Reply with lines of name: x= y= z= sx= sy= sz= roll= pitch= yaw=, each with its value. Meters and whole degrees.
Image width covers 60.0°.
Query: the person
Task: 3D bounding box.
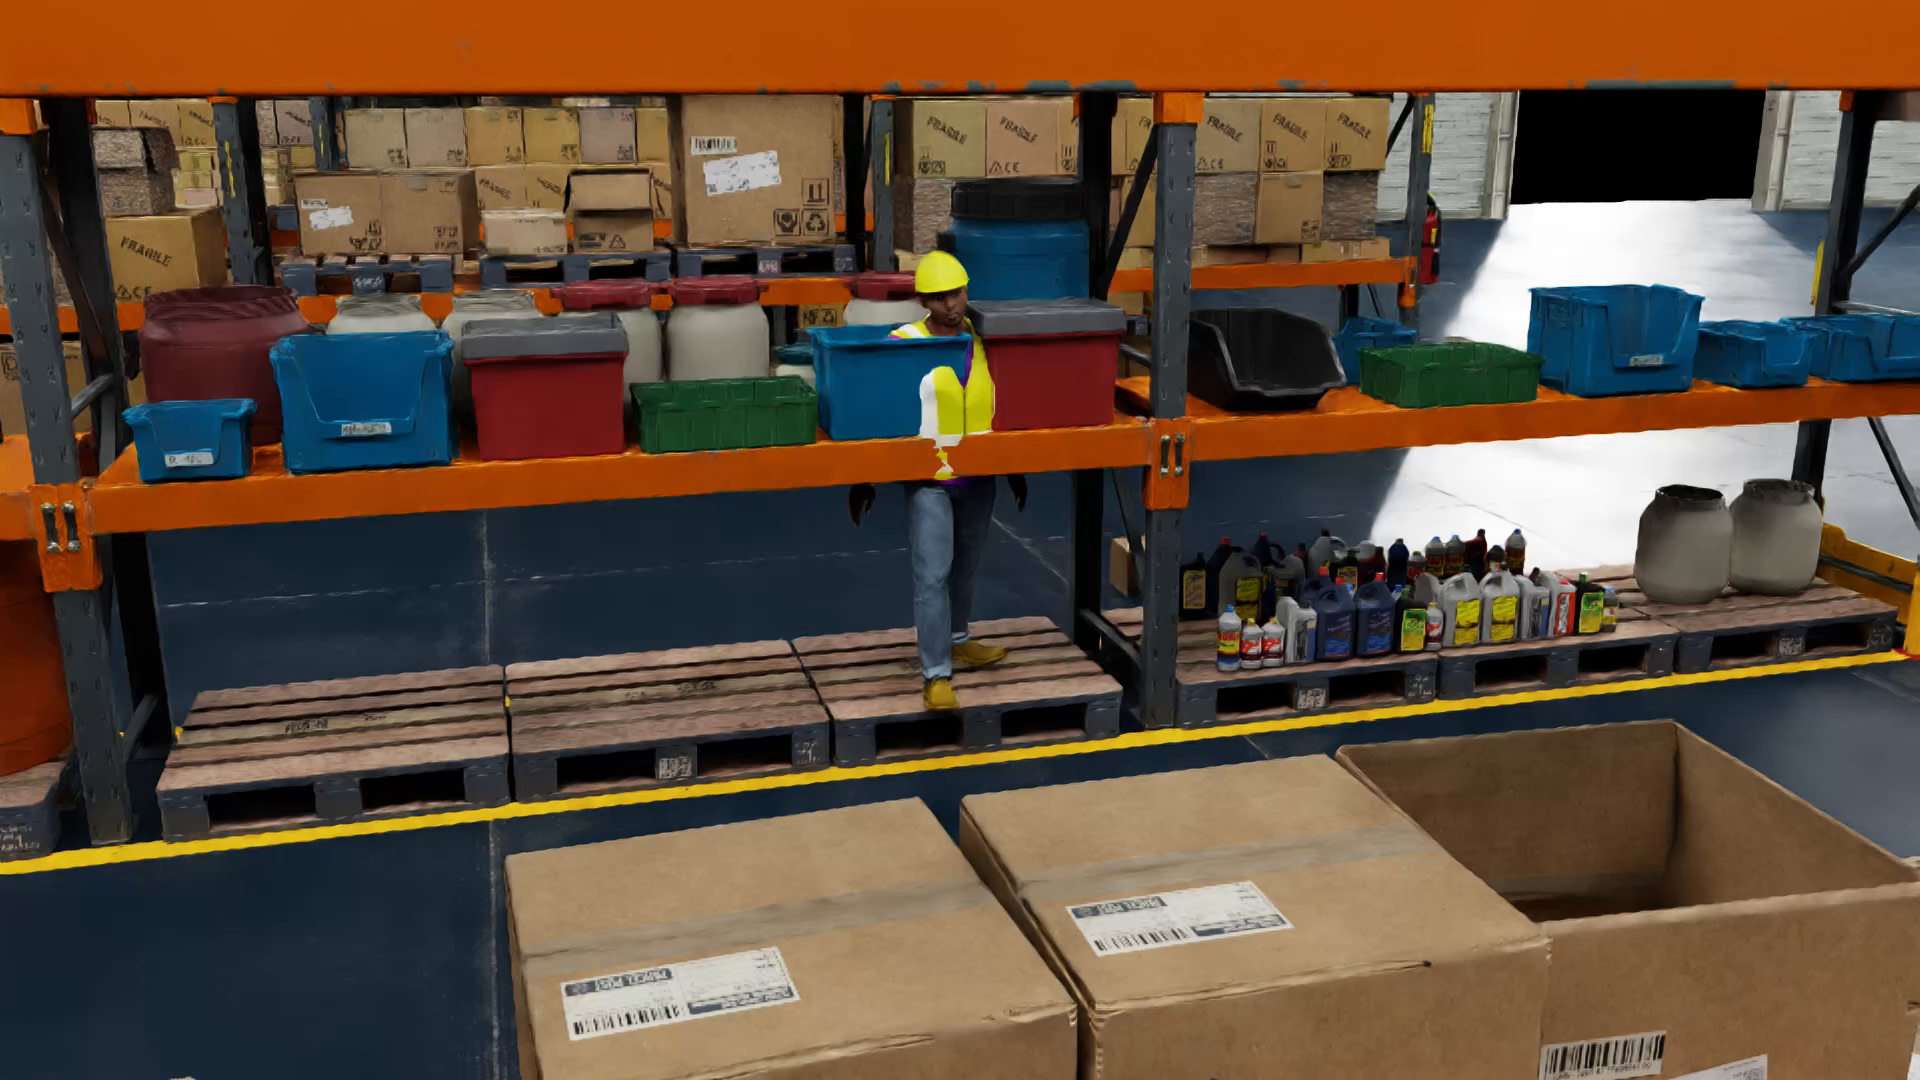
person: x=-0.052 y=-0.241 z=6.526 sx=0.729 sy=1.767 sz=0.626 roll=-9 pitch=18 yaw=-29
